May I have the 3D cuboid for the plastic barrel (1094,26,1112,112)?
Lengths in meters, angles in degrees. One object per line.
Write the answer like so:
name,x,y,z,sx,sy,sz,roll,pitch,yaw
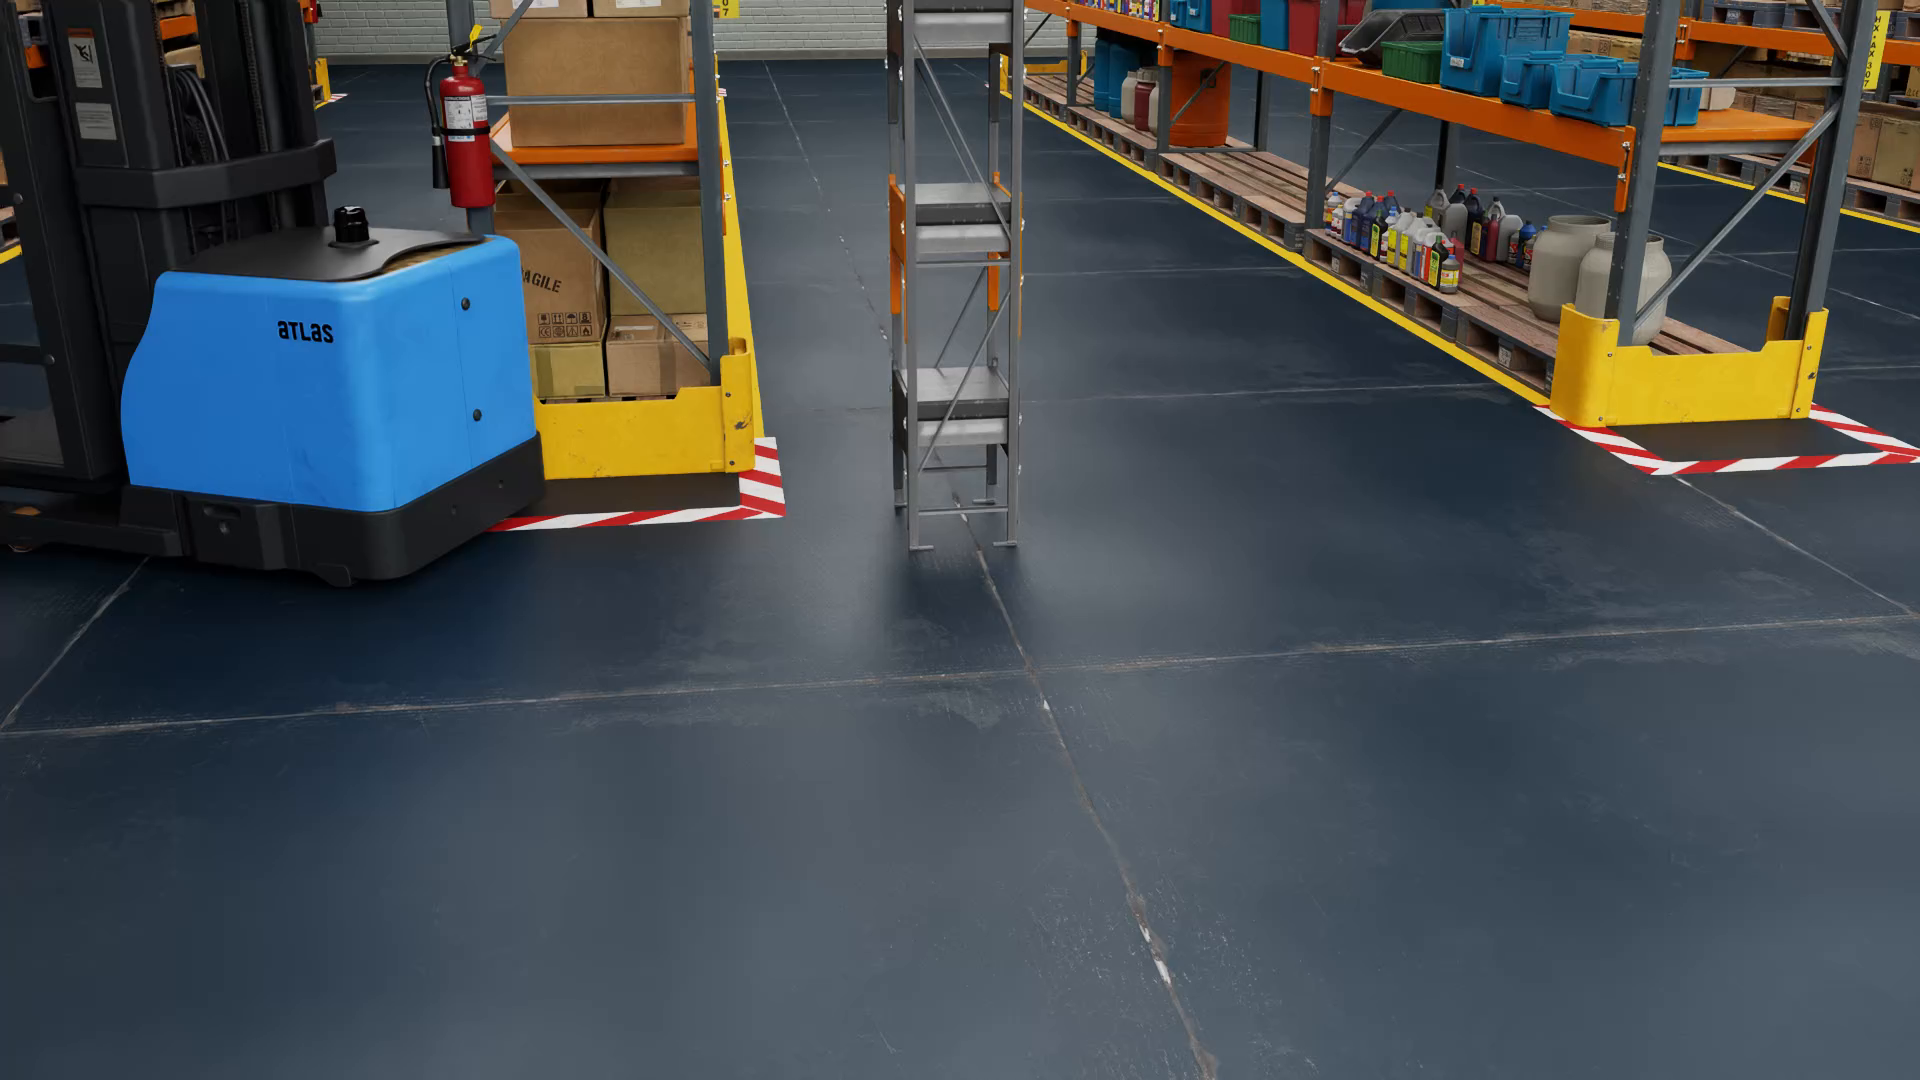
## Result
plastic barrel,1.768,-5.160,18.144,0.600,0.901,0.708,-3,21,-8

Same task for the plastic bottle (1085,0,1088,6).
plastic bottle,1.391,-5.809,17.766,0.097,0.201,0.097,0,20,0

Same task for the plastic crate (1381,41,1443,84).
plastic crate,2.776,-2.782,9.681,0.450,0.188,0.662,-3,21,-8

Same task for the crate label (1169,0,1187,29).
crate label,1.973,-4.508,14.237,0.303,0.233,0.416,-3,21,-8

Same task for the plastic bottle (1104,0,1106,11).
plastic bottle,1.519,-5.501,16.941,0.097,0.201,0.097,0,20,0

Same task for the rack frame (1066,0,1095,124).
rack frame,1.706,-6.136,18.357,1.000,3.000,0.127,-3,21,-8

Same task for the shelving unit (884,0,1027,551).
shelving unit,-0.024,-1.041,6.002,0.431,2.100,0.503,-3,21,-8

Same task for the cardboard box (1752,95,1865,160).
cardboard box,7.393,-3.613,14.547,0.700,0.500,0.500,-5,21,-12

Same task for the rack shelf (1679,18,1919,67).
rack shelf,7.472,-3.971,13.589,1.077,0.370,4.000,-3,21,-8

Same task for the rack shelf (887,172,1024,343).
rack shelf,-0.024,-1.028,6.007,0.431,0.518,0.480,-3,21,-8

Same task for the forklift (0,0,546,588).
forklift,-3.193,-1.494,6.027,3.031,2.935,1.130,6,21,16

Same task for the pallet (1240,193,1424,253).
pallet,2.708,-2.329,12.151,1.003,0.211,1.213,-3,21,-8

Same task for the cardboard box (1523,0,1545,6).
cardboard box,6.500,-6.086,18.082,0.500,0.500,0.500,-3,21,-8

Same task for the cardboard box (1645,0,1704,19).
cardboard box,6.868,-5.206,15.724,0.500,0.500,0.500,-2,21,-6

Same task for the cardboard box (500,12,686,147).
cardboard box,-1.521,-1.941,6.984,0.700,0.500,0.500,-3,21,-8

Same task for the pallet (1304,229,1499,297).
pallet,2.915,-1.825,10.800,1.003,0.211,1.213,-3,21,-8

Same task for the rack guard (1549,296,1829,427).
rack guard,3.379,-0.834,7.734,1.175,0.500,0.348,-3,21,-8

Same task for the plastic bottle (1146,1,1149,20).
plastic bottle,1.771,-4.897,15.324,0.097,0.201,0.097,0,20,0

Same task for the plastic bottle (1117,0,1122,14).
plastic bottle,1.592,-5.321,16.341,0.061,0.283,0.133,-3,21,-8

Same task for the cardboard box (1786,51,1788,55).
cardboard box,10.902,-6.472,21.882,0.380,0.149,0.250,-3,21,-7

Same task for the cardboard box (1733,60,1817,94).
cardboard box,7.310,-4.156,14.930,0.500,0.250,0.500,-2,21,-6

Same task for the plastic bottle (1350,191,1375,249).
plastic bottle,2.565,-2.031,10.523,0.144,0.351,0.185,-2,21,-6

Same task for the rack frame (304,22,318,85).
rack frame,-8.674,-7.021,20.727,1.000,3.000,0.127,-3,21,-8

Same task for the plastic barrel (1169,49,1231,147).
plastic barrel,2.195,-4.099,15.406,0.600,0.830,0.708,-3,21,-8

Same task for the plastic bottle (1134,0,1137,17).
plastic bottle,1.700,-5.066,15.775,0.097,0.201,0.097,0,20,0

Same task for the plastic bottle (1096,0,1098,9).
plastic bottle,1.466,-5.627,17.280,0.097,0.201,0.097,0,20,0

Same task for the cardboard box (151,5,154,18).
cardboard box,-7.571,-4.799,15.108,0.380,0.149,0.250,-3,21,-7

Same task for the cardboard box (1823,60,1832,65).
cardboard box,11.124,-5.971,20.965,0.380,0.149,0.250,-3,21,-7

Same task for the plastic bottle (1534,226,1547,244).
plastic bottle,3.419,-1.706,9.766,0.097,0.271,0.097,0,20,0

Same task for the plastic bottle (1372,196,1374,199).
plastic bottle,2.651,-2.062,10.703,0.061,0.283,0.133,-3,21,-8

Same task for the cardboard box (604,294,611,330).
cardboard box,-1.920,-0.984,7.894,0.500,0.250,0.500,-3,21,-8

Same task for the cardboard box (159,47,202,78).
cardboard box,-7.744,-4.300,15.913,0.750,0.750,0.750,-2,21,-6

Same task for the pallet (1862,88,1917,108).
pallet,11.398,-5.525,20.707,1.003,0.211,1.213,-3,21,-8

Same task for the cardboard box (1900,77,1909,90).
cardboard box,11.796,-5.604,20.408,0.380,0.149,0.250,-4,21,-10

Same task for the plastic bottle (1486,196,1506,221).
plastic bottle,3.312,-1.944,10.292,0.144,0.351,0.185,-3,21,-8

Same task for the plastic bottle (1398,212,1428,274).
plastic bottle,2.680,-1.754,9.781,0.144,0.351,0.185,-2,21,-6

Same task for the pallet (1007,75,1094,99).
pallet,1.210,-5.927,21.783,1.003,0.211,1.213,-3,21,-8

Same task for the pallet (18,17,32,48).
pallet,-7.195,-3.478,11.515,1.003,0.211,1.213,-3,21,-8

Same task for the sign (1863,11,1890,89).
sign,3.981,-2.137,7.255,0.100,0.325,0.005,-3,21,-8

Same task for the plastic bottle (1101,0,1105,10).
plastic bottle,1.529,-5.577,17.040,0.152,0.276,0.135,-3,21,-8

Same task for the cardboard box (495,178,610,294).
cardboard box,-1.997,-1.508,8.226,0.500,0.500,0.500,-3,21,-8

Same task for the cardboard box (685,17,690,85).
cardboard box,-1.890,-2.829,9.359,0.700,0.500,0.500,-3,21,-8

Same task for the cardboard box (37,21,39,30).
cardboard box,-7.863,-4.329,13.851,0.380,0.149,0.250,-3,21,-7

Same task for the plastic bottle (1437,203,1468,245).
plastic bottle,3.122,-2.005,10.561,0.152,0.276,0.135,-3,21,-8

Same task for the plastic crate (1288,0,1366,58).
plastic crate,2.487,-3.548,11.337,0.402,0.464,0.583,-3,21,-8

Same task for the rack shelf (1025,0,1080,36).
rack shelf,1.418,-6.491,20.337,1.077,0.370,4.000,-3,21,-8
